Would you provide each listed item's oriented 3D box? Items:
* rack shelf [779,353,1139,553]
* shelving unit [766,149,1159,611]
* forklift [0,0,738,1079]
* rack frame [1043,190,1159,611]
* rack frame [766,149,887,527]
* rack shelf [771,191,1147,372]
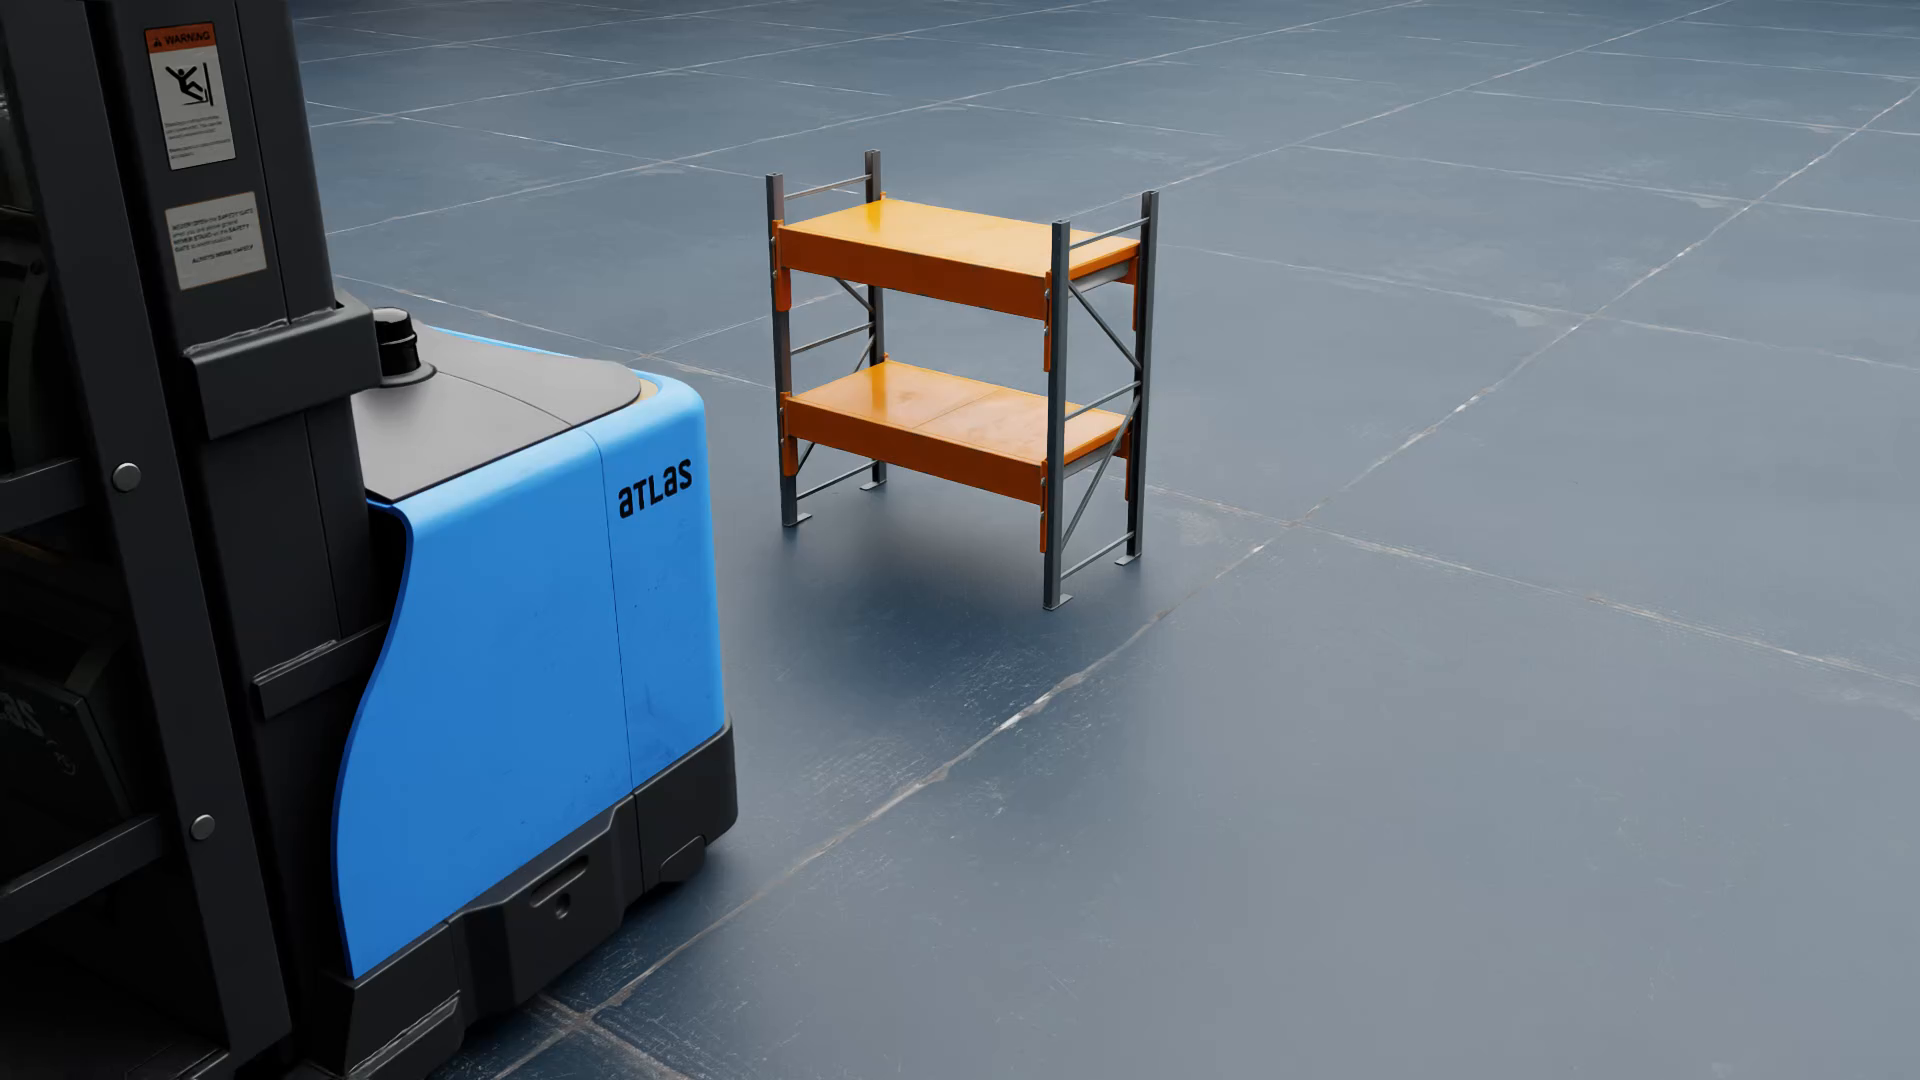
[{"bbox_3d":[-0.005,-0.293,5.125,1.000,0.278,0.538,17,29,33],"label":"rack shelf"},{"bbox_3d":[-0.005,-0.516,5.027,1.048,1.125,0.538,17,29,33],"label":"shelving unit"},{"bbox_3d":[-1.691,-0.267,2.221,1.130,2.935,3.031,14,27,29],"label":"forklift"},{"bbox_3d":[0.401,-0.393,4.748,0.032,1.125,0.500,17,29,33],"label":"rack frame"},{"bbox_3d":[-0.412,-0.639,5.306,0.032,1.125,0.500,17,29,33],"label":"rack frame"},{"bbox_3d":[-0.005,-0.784,4.909,1.000,0.278,0.538,17,29,33],"label":"rack shelf"}]
